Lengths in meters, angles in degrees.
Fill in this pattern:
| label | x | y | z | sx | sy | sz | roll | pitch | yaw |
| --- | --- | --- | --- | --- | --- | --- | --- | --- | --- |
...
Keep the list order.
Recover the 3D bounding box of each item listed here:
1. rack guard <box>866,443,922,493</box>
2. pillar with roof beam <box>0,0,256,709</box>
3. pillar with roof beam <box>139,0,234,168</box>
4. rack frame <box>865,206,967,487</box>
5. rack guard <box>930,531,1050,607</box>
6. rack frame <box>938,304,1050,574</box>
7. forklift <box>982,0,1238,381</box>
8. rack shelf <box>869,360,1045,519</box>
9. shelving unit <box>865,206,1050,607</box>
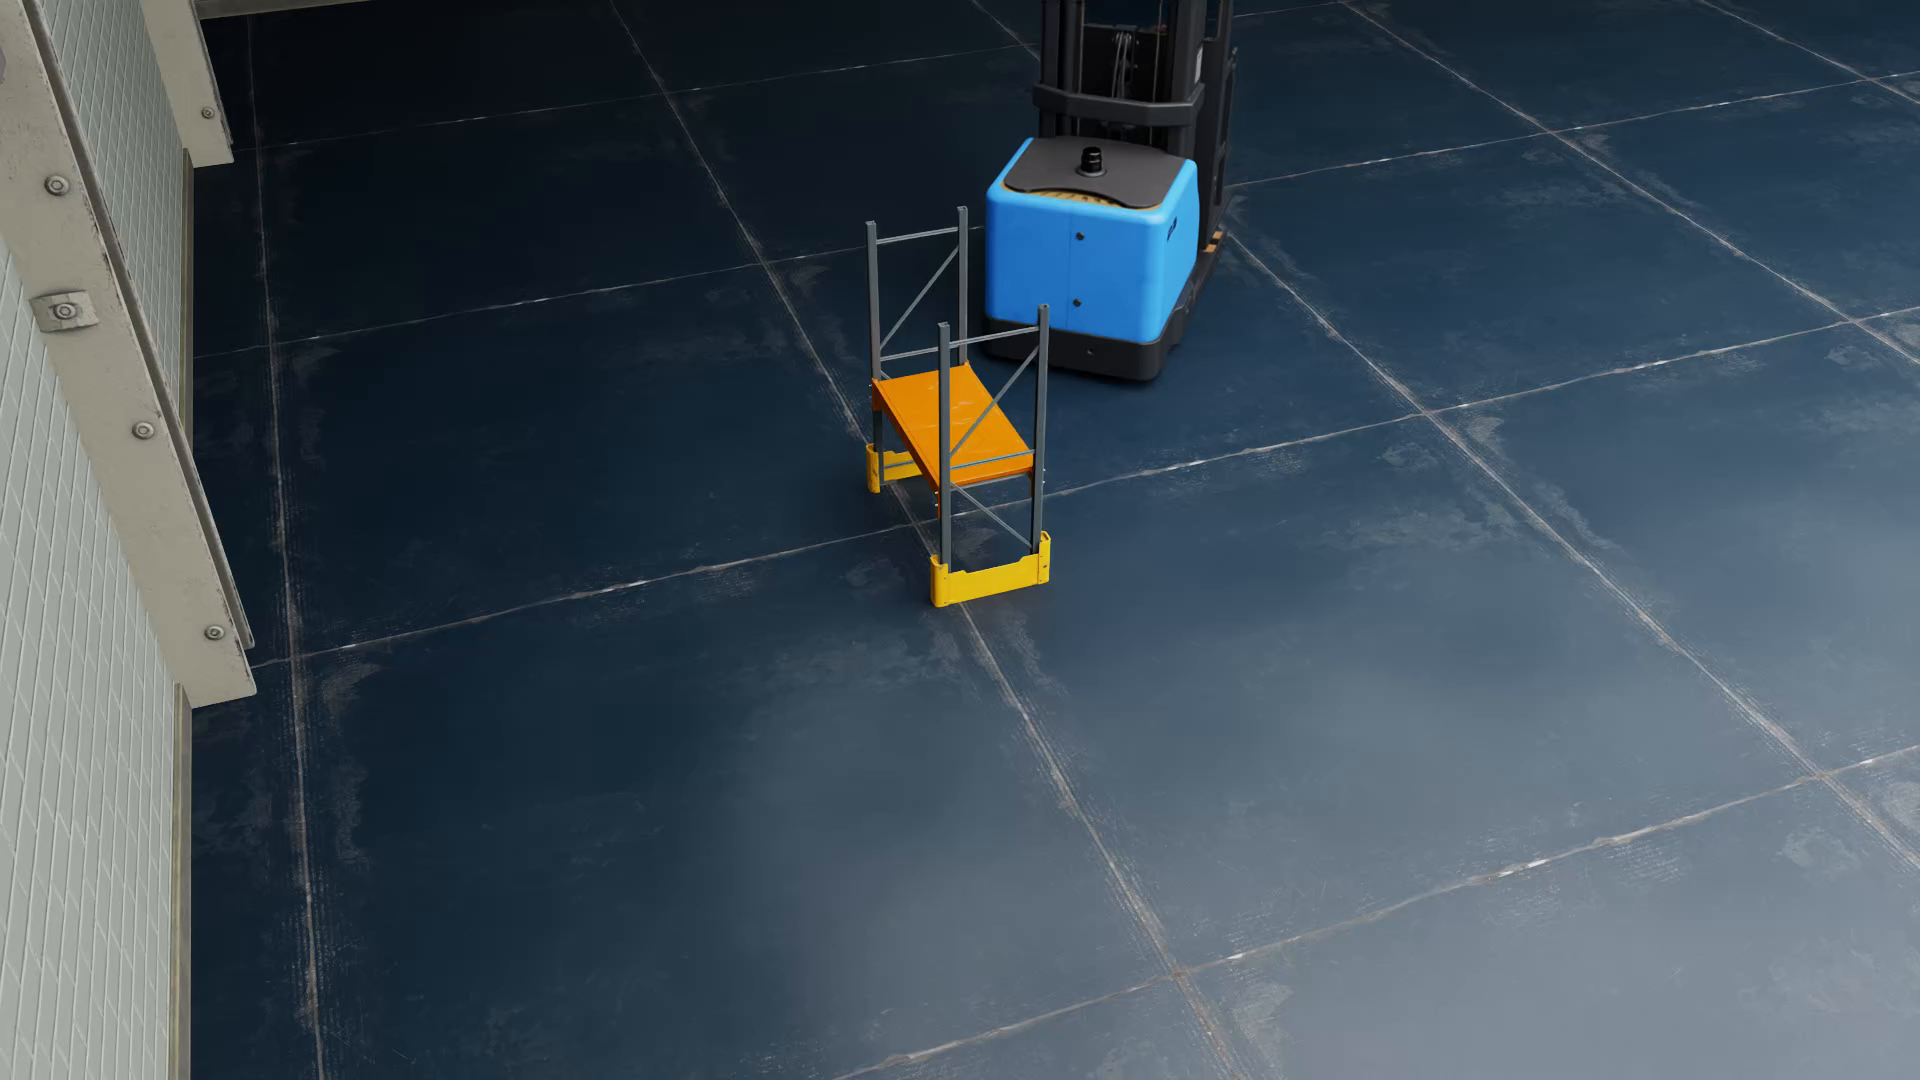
| label | x | y | z | sx | sy | sz | roll | pitch | yaw |
| --- | --- | --- | --- | --- | --- | --- | --- | --- | --- |
| rack guard | -0.198 | -0.424 | 8.666 | 0.587 | 0.250 | 0.087 | -12 | 39 | -16 |
| pillar with roof beam | 0.698 | -3.880 | 5.981 | 9.100 | 9.000 | 0.400 | -12 | 39 | -16 |
| pillar with roof beam | -1.367 | -7.269 | 10.481 | 9.100 | 9.000 | 0.400 | -12 | 39 | -16 |
| rack frame | -0.204 | -0.934 | 8.304 | 0.500 | 1.500 | 0.032 | -12 | 39 | -16 |
| rack guard | 0.145 | 0.138 | 7.919 | 0.587 | 0.250 | 0.087 | -12 | 39 | -16 |
| rack frame | 0.146 | -0.360 | 7.542 | 0.500 | 1.500 | 0.032 | -12 | 39 | -16 |
| forklift | 1.085 | -2.959 | 9.803 | 1.130 | 2.935 | 3.031 | 12 | 39 | 15 |
| rack shelf | -0.029 | -0.504 | 8.031 | 0.538 | 0.185 | 1.000 | -12 | 39 | -16 |
| shelving unit | -0.026 | -0.642 | 7.916 | 0.587 | 1.500 | 1.083 | -12 | 39 | -16 |
